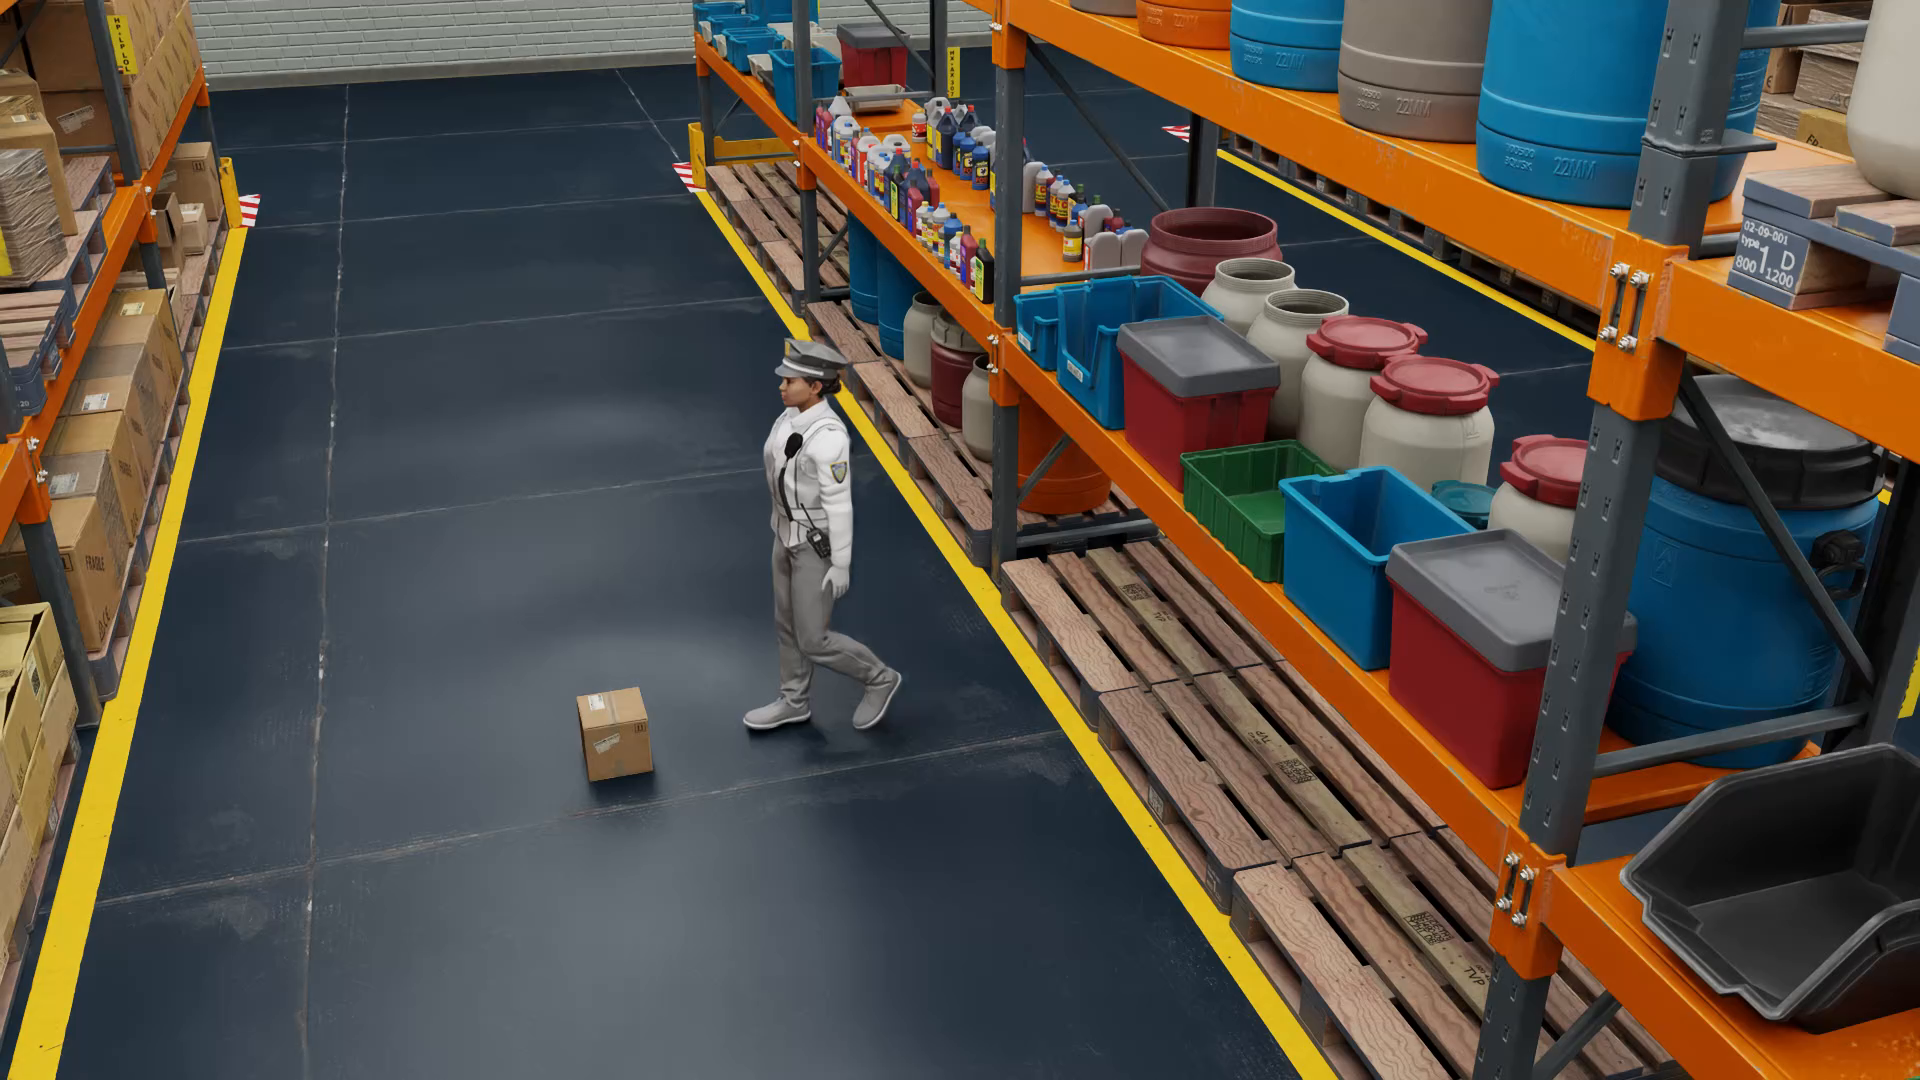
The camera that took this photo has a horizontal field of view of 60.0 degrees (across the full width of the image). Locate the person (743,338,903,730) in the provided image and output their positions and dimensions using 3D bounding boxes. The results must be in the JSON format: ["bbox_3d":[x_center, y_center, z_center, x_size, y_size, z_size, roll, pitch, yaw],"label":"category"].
[{"bbox_3d":[-0.569,0.004,6.553,0.641,1.681,0.497,-11,29,-21],"label":"person"}]
